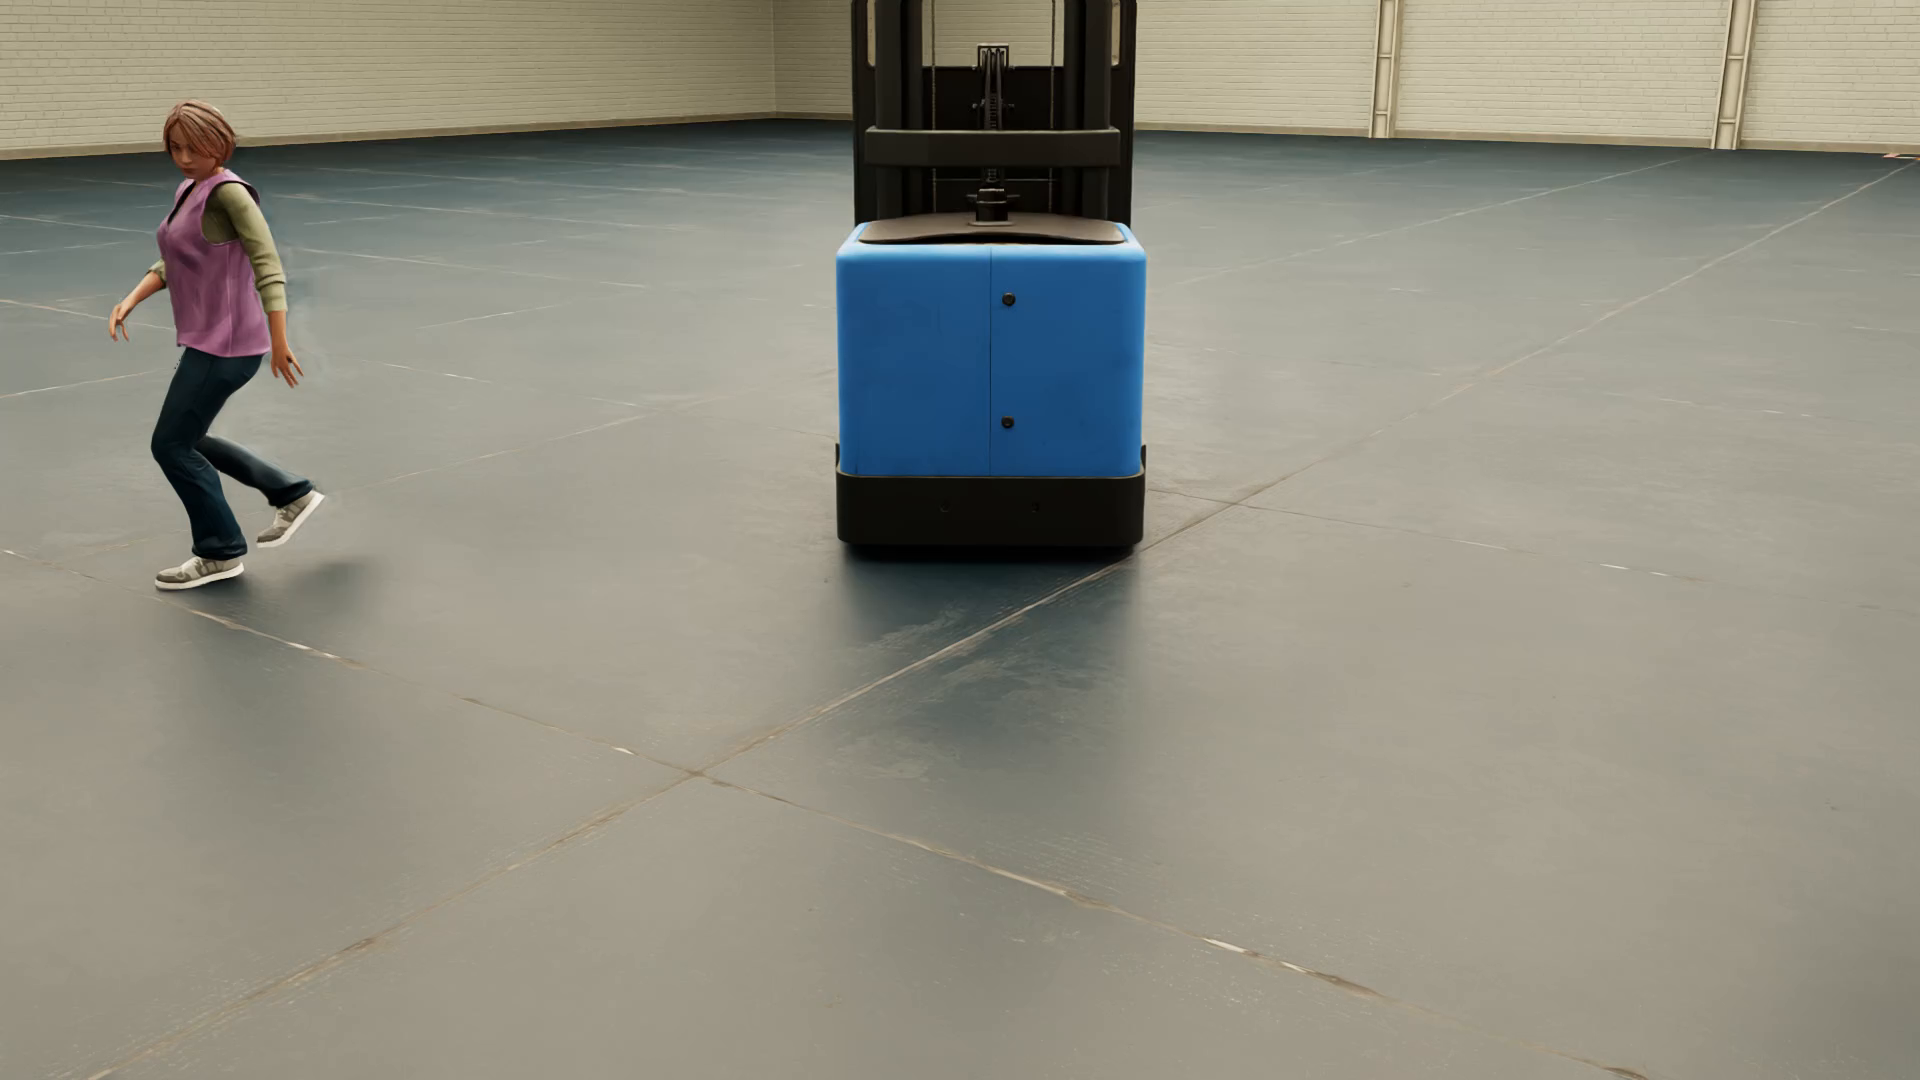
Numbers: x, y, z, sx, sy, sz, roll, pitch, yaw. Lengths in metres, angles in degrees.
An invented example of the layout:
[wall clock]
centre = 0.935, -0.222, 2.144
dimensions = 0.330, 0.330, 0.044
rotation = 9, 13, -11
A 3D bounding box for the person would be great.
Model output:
[person]
centre = -2.385, -0.607, 5.317
dimensions = 0.580, 1.540, 0.563
rotation = -8, 18, -25

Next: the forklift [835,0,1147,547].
[forklift]
centre = 0.133, -1.749, 6.681
dimensions = 1.130, 2.935, 3.031
rotation = 0, 17, 1
